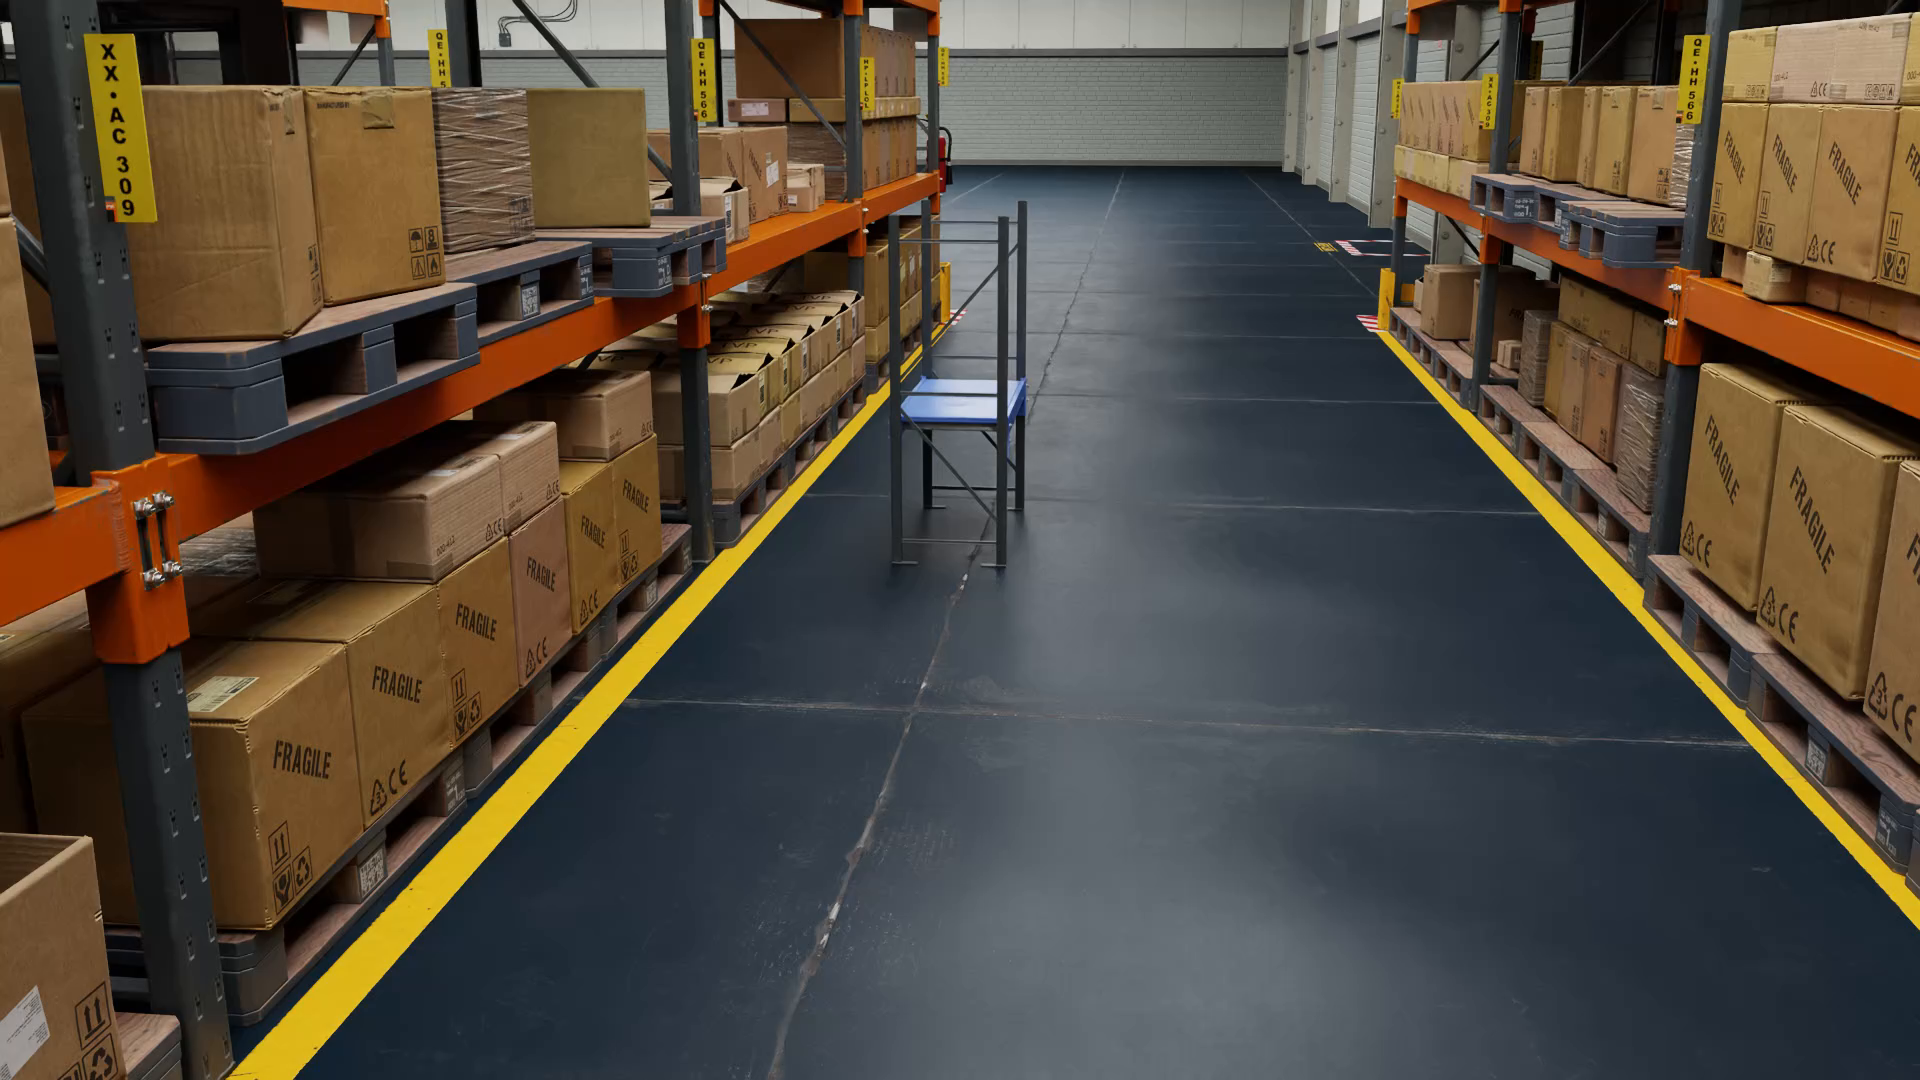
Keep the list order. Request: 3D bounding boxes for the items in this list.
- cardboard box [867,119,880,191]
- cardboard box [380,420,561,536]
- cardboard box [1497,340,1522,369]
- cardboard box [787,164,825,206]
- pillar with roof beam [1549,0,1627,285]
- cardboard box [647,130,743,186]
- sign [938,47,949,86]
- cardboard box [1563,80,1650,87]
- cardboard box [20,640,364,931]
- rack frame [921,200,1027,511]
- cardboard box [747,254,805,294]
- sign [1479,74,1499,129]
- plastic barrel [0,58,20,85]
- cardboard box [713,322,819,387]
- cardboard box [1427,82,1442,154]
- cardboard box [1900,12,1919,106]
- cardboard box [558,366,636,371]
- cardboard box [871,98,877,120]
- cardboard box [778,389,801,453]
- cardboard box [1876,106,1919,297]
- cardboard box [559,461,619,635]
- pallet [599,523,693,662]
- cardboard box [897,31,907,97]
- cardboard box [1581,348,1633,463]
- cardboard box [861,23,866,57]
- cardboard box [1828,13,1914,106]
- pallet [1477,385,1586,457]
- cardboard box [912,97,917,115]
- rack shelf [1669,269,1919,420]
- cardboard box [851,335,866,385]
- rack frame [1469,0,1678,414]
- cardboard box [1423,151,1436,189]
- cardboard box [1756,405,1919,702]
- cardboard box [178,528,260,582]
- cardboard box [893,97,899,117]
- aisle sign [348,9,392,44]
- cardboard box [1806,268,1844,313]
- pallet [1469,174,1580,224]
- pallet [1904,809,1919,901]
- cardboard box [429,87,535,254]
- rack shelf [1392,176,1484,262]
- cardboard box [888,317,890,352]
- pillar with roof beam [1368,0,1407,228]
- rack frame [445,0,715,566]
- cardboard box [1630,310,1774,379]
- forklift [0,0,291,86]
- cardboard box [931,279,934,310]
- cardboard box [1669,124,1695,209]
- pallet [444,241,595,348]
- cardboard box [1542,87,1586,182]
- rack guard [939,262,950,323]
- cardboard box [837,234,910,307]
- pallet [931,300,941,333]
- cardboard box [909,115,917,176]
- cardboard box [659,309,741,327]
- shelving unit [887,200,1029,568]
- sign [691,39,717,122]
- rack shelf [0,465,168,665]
[{"bbox_3d":[-0.978,-2.833,12.200,0.700,0.500,0.500,2,15,7],"label":"cardboard box"},{"bbox_3d":[-1.572,-0.203,5.175,0.500,0.250,0.500,1,15,5],"label":"cardboard box"},{"bbox_3d":[3.818,-1.242,11.093,0.380,0.166,0.250,0,15,-1],"label":"cardboard box"},{"bbox_3d":[-1.147,-2.201,10.342,0.500,0.250,0.500,3,15,10],"label":"cardboard box"},{"bbox_3d":[0.742,-6.111,13.021,9.100,9.000,0.400,2,15,6],"label":"pillar with roof beam"},{"bbox_3d":[-1.413,-1.849,8.561,0.500,0.500,0.500,1,15,3],"label":"cardboard box"},{"bbox_3d":[-0.146,-4.093,14.382,0.100,0.325,0.005,2,15,6],"label":"sign"},{"bbox_3d":[4.048,-2.672,10.611,0.500,0.500,0.500,1,15,5],"label":"cardboard box"},{"bbox_3d":[-1.741,0.549,3.833,0.500,0.500,0.500,1,15,4],"label":"cardboard box"},{"bbox_3d":[0.067,-0.878,8.036,0.500,1.500,0.032,2,15,6],"label":"rack frame"},{"bbox_3d":[-1.232,-1.896,11.953,0.500,0.500,0.500,2,15,6],"label":"cardboard box"},{"bbox_3d":[3.247,-2.689,10.203,0.100,0.325,0.005,2,15,6],"label":"sign"},{"bbox_3d":[-6.401,-2.700,10.940,0.600,0.901,0.708,2,15,6],"label":"plastic barrel"},{"bbox_3d":[-1.067,-1.040,9.151,0.500,0.311,0.500,2,15,6],"label":"cardboard box"},{"bbox_3d":[3.710,-3.083,12.130,0.500,0.500,0.500,2,15,8],"label":"cardboard box"},{"bbox_3d":[2.865,-1.272,4.381,0.500,0.250,0.500,1,15,5],"label":"cardboard box"},{"bbox_3d":[-1.772,-0.654,7.723,0.500,0.311,0.500,2,15,8],"label":"cardboard box"},{"bbox_3d":[-0.798,-3.093,11.919,0.380,0.149,0.250,1,15,4],"label":"cardboard box"},{"bbox_3d":[-1.127,-0.633,8.719,0.500,0.250,0.500,1,15,5],"label":"cardboard box"},{"bbox_3d":[2.850,-0.904,4.457,0.500,0.500,0.500,2,15,8],"label":"cardboard box"},{"bbox_3d":[-1.518,0.013,5.813,0.500,0.500,0.500,1,15,4],"label":"cardboard box"},{"bbox_3d":[-1.708,0.174,6.615,1.003,0.211,1.213,2,15,6],"label":"pallet"},{"bbox_3d":[-0.809,-3.843,13.452,0.700,0.500,0.500,1,15,5],"label":"cardboard box"},{"bbox_3d":[3.567,-0.674,8.353,0.700,0.500,0.500,2,15,6],"label":"cardboard box"},{"bbox_3d":[-1.036,-3.323,11.529,0.700,0.500,0.500,2,15,6],"label":"cardboard box"},{"bbox_3d":[2.916,-1.404,4.872,0.500,0.250,0.500,2,15,7],"label":"cardboard box"},{"bbox_3d":[3.701,-0.709,9.881,1.003,0.211,1.213,2,15,6],"label":"pallet"},{"bbox_3d":[-0.566,-3.629,13.900,0.380,0.149,0.250,2,15,8],"label":"cardboard box"},{"bbox_3d":[3.110,-0.354,4.603,1.077,0.370,4.000,2,15,6],"label":"rack shelf"},{"bbox_3d":[-0.894,-1.162,10.675,0.500,0.250,0.500,2,15,6],"label":"cardboard box"},{"bbox_3d":[3.787,-2.257,10.264,1.000,3.000,0.127,2,15,6],"label":"rack frame"},{"bbox_3d":[3.701,-2.717,12.212,0.500,0.250,0.500,2,15,7],"label":"cardboard box"},{"bbox_3d":[3.017,0.029,5.122,0.750,0.750,0.750,2,15,6],"label":"cardboard box"},{"bbox_3d":[-2.146,0.272,4.854,0.500,0.500,0.500,2,15,7],"label":"cardboard box"},{"bbox_3d":[-0.682,-3.361,12.909,0.380,0.149,0.250,2,15,8],"label":"cardboard box"},{"bbox_3d":[-5.302,-4.851,14.877,0.394,0.787,0.004,2,15,6],"label":"aisle sign"},{"bbox_3d":[3.012,-0.829,5.426,0.380,0.149,0.250,2,15,6],"label":"cardboard box"},{"bbox_3d":[3.557,-1.971,9.572,1.003,0.211,1.213,2,15,6],"label":"pallet"},{"bbox_3d":[2.897,0.961,3.703,1.003,0.211,1.213,2,15,6],"label":"pallet"},{"bbox_3d":[-1.839,-1.218,5.423,0.700,0.500,0.500,5,16,17],"label":"cardboard box"},{"bbox_3d":[4.013,-2.429,12.276,1.077,0.370,4.000,2,15,6],"label":"rack shelf"},{"bbox_3d":[-0.720,-1.519,11.995,0.500,0.250,0.500,2,15,6],"label":"cardboard box"},{"bbox_3d":[2.096,-9.223,24.531,9.100,9.000,0.400,2,15,6],"label":"pillar with roof beam"},{"bbox_3d":[-1.587,-1.365,6.963,1.000,3.000,0.127,2,15,6],"label":"rack frame"},{"bbox_3d":[3.492,-0.922,7.834,0.500,0.250,0.500,2,15,7],"label":"cardboard box"},{"bbox_3d":[-4.070,-1.682,8.267,1.130,2.935,3.031,4,16,15],"label":"forklift"},{"bbox_3d":[-0.495,-2.037,13.913,0.500,0.250,0.500,2,15,6],"label":"cardboard box"},{"bbox_3d":[3.379,-1.603,6.809,0.700,0.500,0.500,0,15,0],"label":"cardboard box"},{"bbox_3d":[-1.801,-0.768,5.122,1.003,0.211,1.213,2,15,6],"label":"pallet"},{"bbox_3d":[3.626,-2.242,9.174,0.700,0.500,0.500,3,15,12],"label":"cardboard box"},{"bbox_3d":[-0.681,-2.239,14.986,1.175,0.500,0.348,2,15,6],"label":"rack guard"},{"bbox_3d":[-0.659,-2.010,12.376,0.500,0.500,0.500,2,15,6],"label":"cardboard box"},{"bbox_3d":[-0.728,-1.894,14.262,1.003,0.211,1.213,2,15,6],"label":"pallet"},{"bbox_3d":[-0.749,-3.367,14.177,0.700,0.500,0.500,2,15,6],"label":"cardboard box"},{"bbox_3d":[-1.548,-1.185,9.685,0.500,0.311,0.500,1,15,4],"label":"cardboard box"},{"bbox_3d":[0.010,-0.746,7.548,0.538,1.500,1.048,2,15,6],"label":"shelving unit"},{"bbox_3d":[-1.046,-1.872,6.772,0.100,0.325,0.005,2,15,6],"label":"sign"},{"bbox_3d":[-2.264,0.539,1.302,1.077,0.370,4.000,2,15,6],"label":"rack shelf"}]
